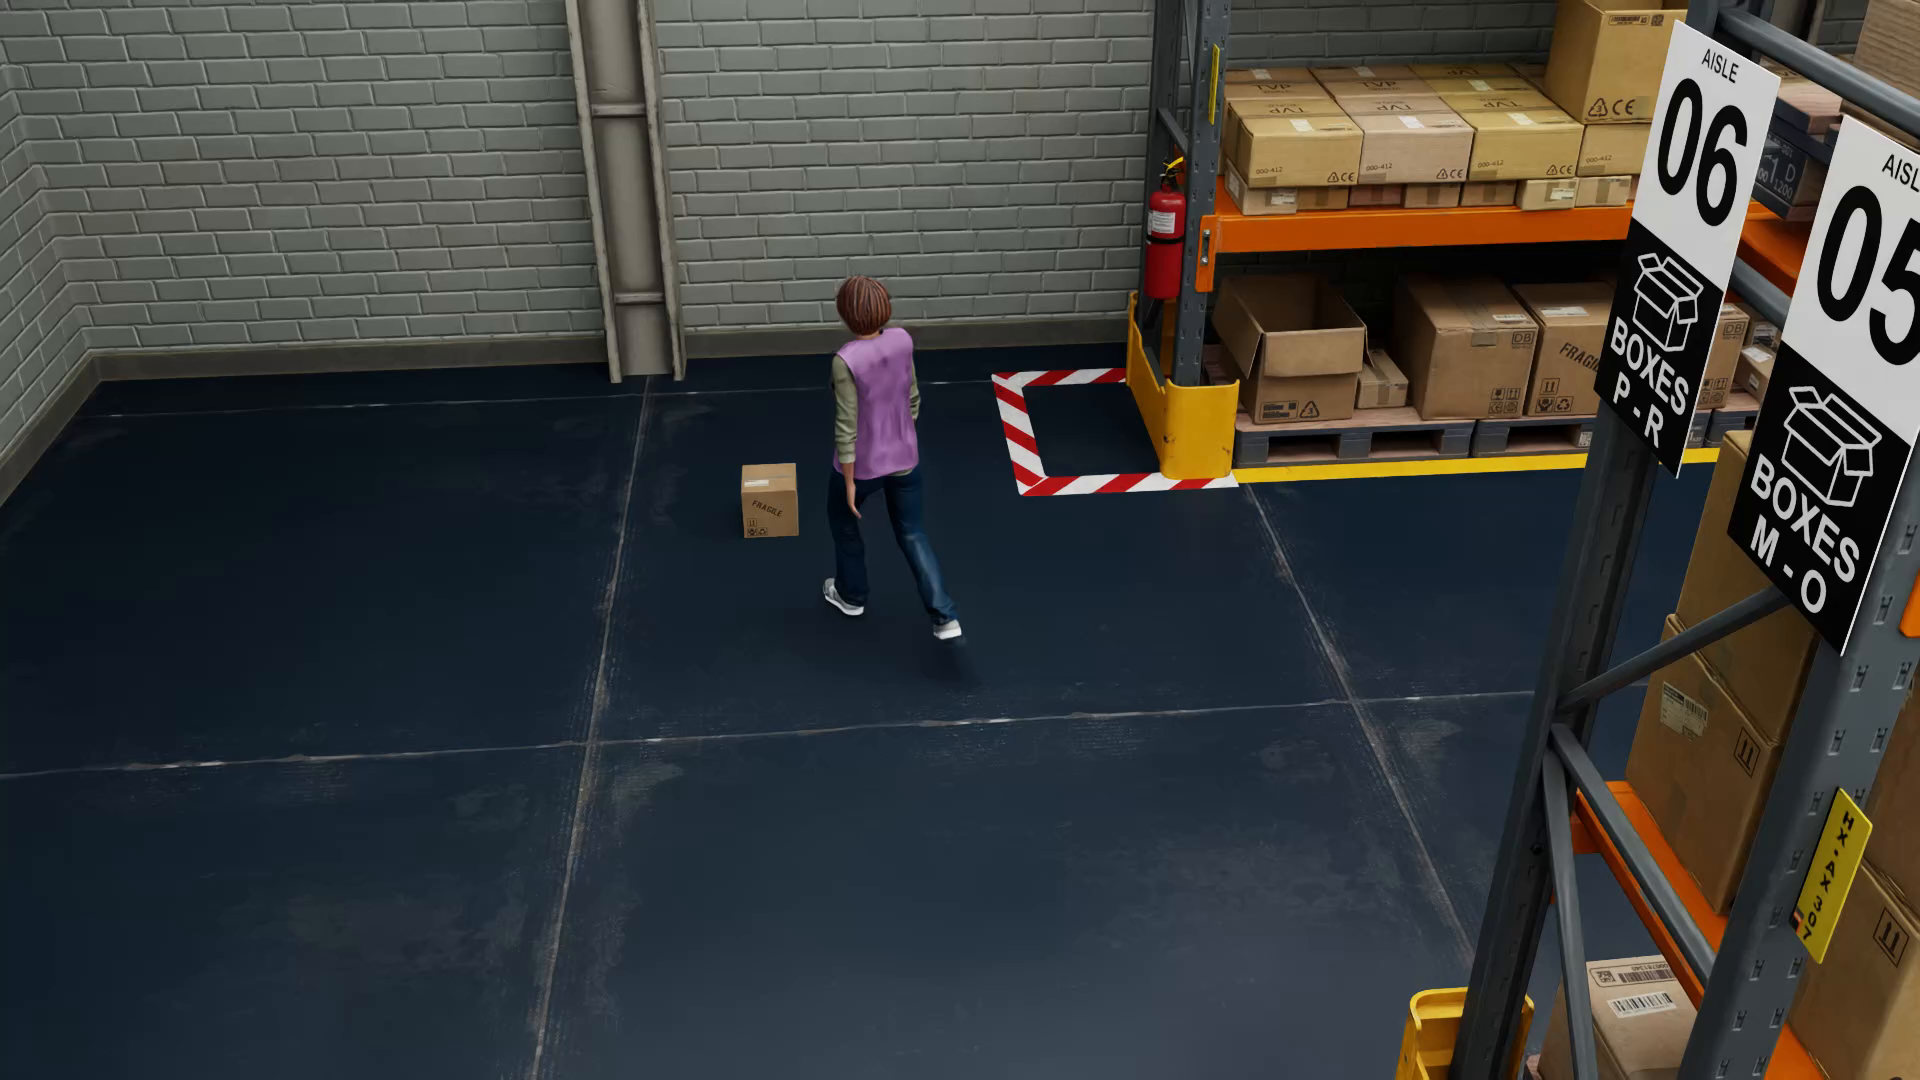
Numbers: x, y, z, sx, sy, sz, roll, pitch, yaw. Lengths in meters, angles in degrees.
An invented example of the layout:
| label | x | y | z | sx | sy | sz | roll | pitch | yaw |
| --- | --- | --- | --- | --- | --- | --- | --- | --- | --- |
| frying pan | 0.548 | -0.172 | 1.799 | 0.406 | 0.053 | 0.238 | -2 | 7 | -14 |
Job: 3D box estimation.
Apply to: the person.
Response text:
| label | x | y | z | sx | sy | sz | roll | pitch | yaw |
| --- | --- | --- | --- | --- | --- | --- | --- | --- | --- |
| person | -0.300 | -0.288 | 6.618 | 0.425 | 1.556 | 0.833 | -18 | 36 | -27 |
